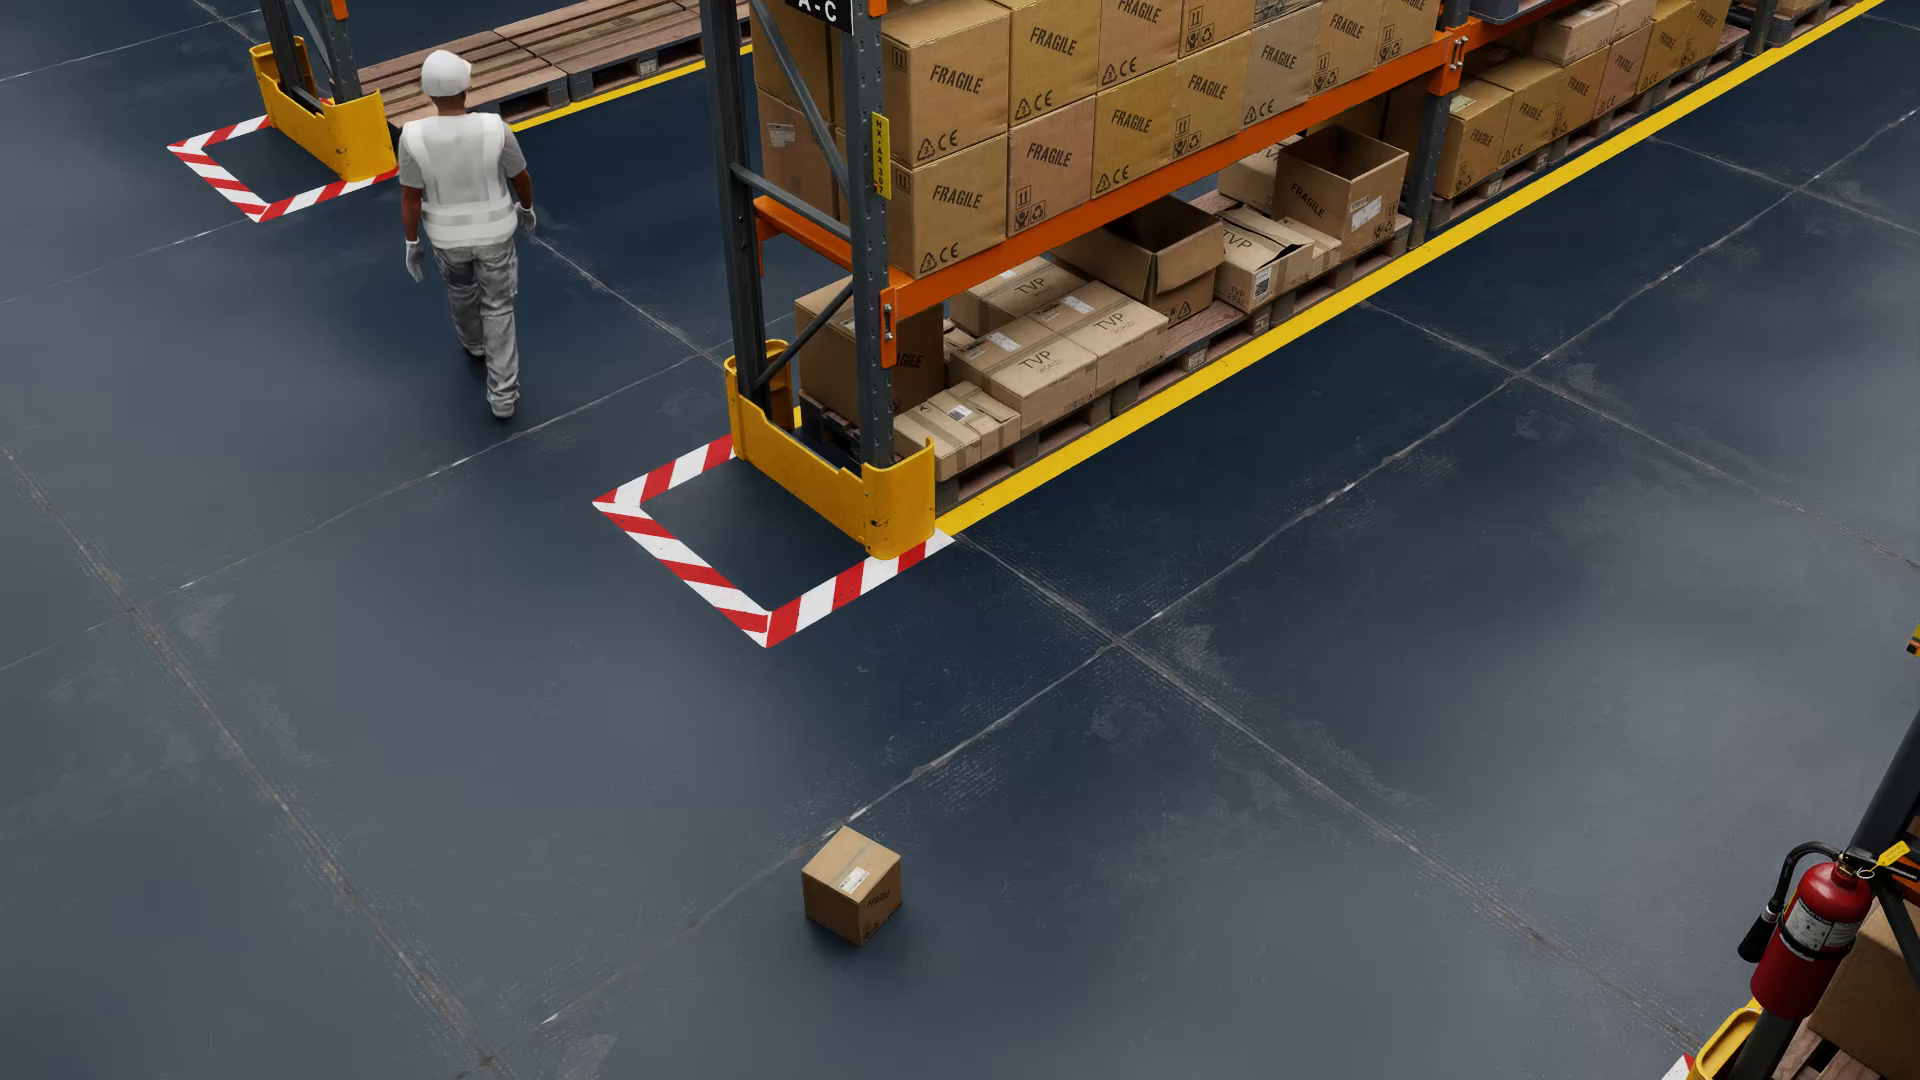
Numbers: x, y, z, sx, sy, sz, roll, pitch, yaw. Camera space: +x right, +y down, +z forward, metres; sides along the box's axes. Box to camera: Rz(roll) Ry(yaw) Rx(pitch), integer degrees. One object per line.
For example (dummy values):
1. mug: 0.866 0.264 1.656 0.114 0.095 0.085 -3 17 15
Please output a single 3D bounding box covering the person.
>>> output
1. person: -2.335 -1.528 7.971 0.615 1.758 0.864 -6 40 -7
